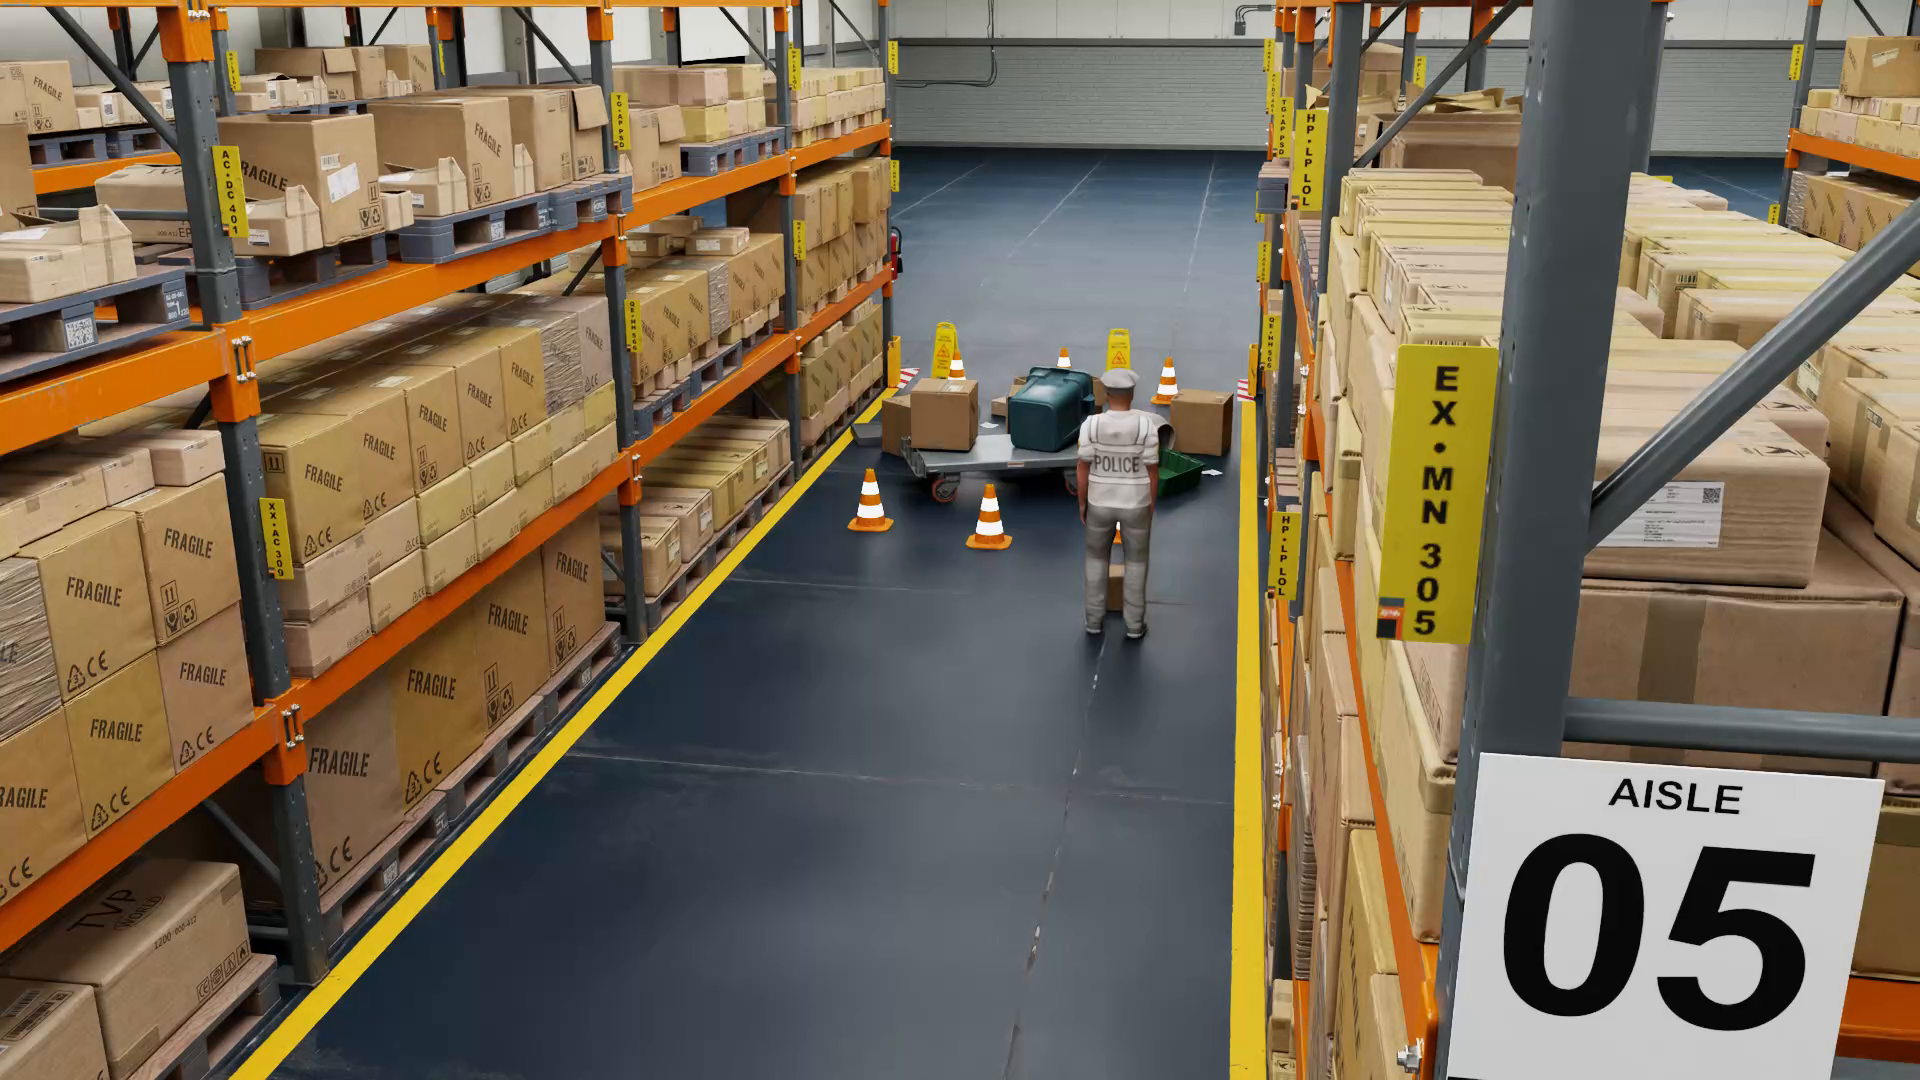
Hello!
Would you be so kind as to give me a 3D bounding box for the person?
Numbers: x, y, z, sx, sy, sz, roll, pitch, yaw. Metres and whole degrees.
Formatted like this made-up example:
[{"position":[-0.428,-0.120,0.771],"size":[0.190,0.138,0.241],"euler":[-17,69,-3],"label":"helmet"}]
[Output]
[{"position":[1.018,-0.238,10.774],"size":[0.527,1.761,0.394],"euler":[3,18,10],"label":"person"}]
